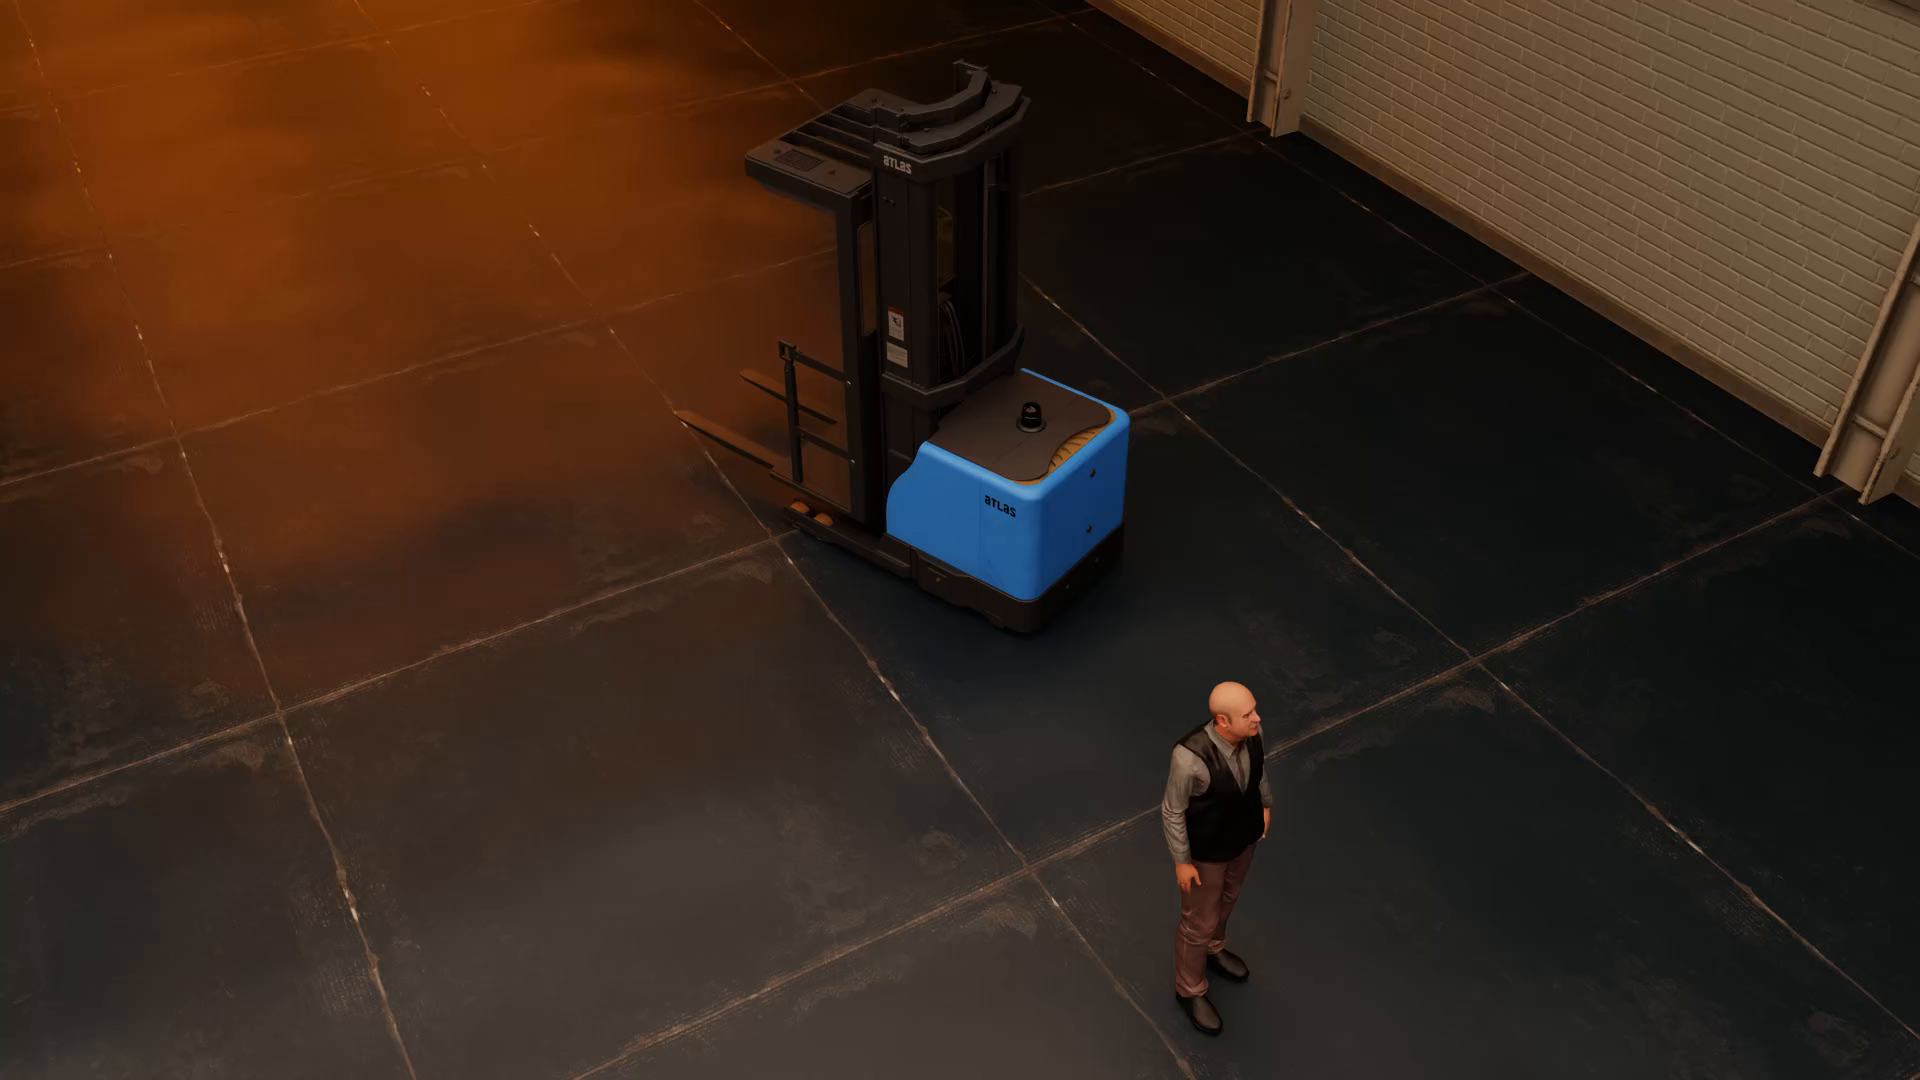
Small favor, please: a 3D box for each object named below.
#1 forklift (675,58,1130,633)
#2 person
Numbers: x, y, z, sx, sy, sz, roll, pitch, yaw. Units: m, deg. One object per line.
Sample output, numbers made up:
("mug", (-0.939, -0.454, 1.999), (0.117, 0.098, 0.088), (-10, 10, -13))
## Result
("forklift", (-0.481, -1.366, 9.683), (3.031, 2.935, 1.130), (26, 46, 28))
("person", (1.187, 1.353, 7.341), (0.632, 1.720, 0.569), (-30, 48, -31))
